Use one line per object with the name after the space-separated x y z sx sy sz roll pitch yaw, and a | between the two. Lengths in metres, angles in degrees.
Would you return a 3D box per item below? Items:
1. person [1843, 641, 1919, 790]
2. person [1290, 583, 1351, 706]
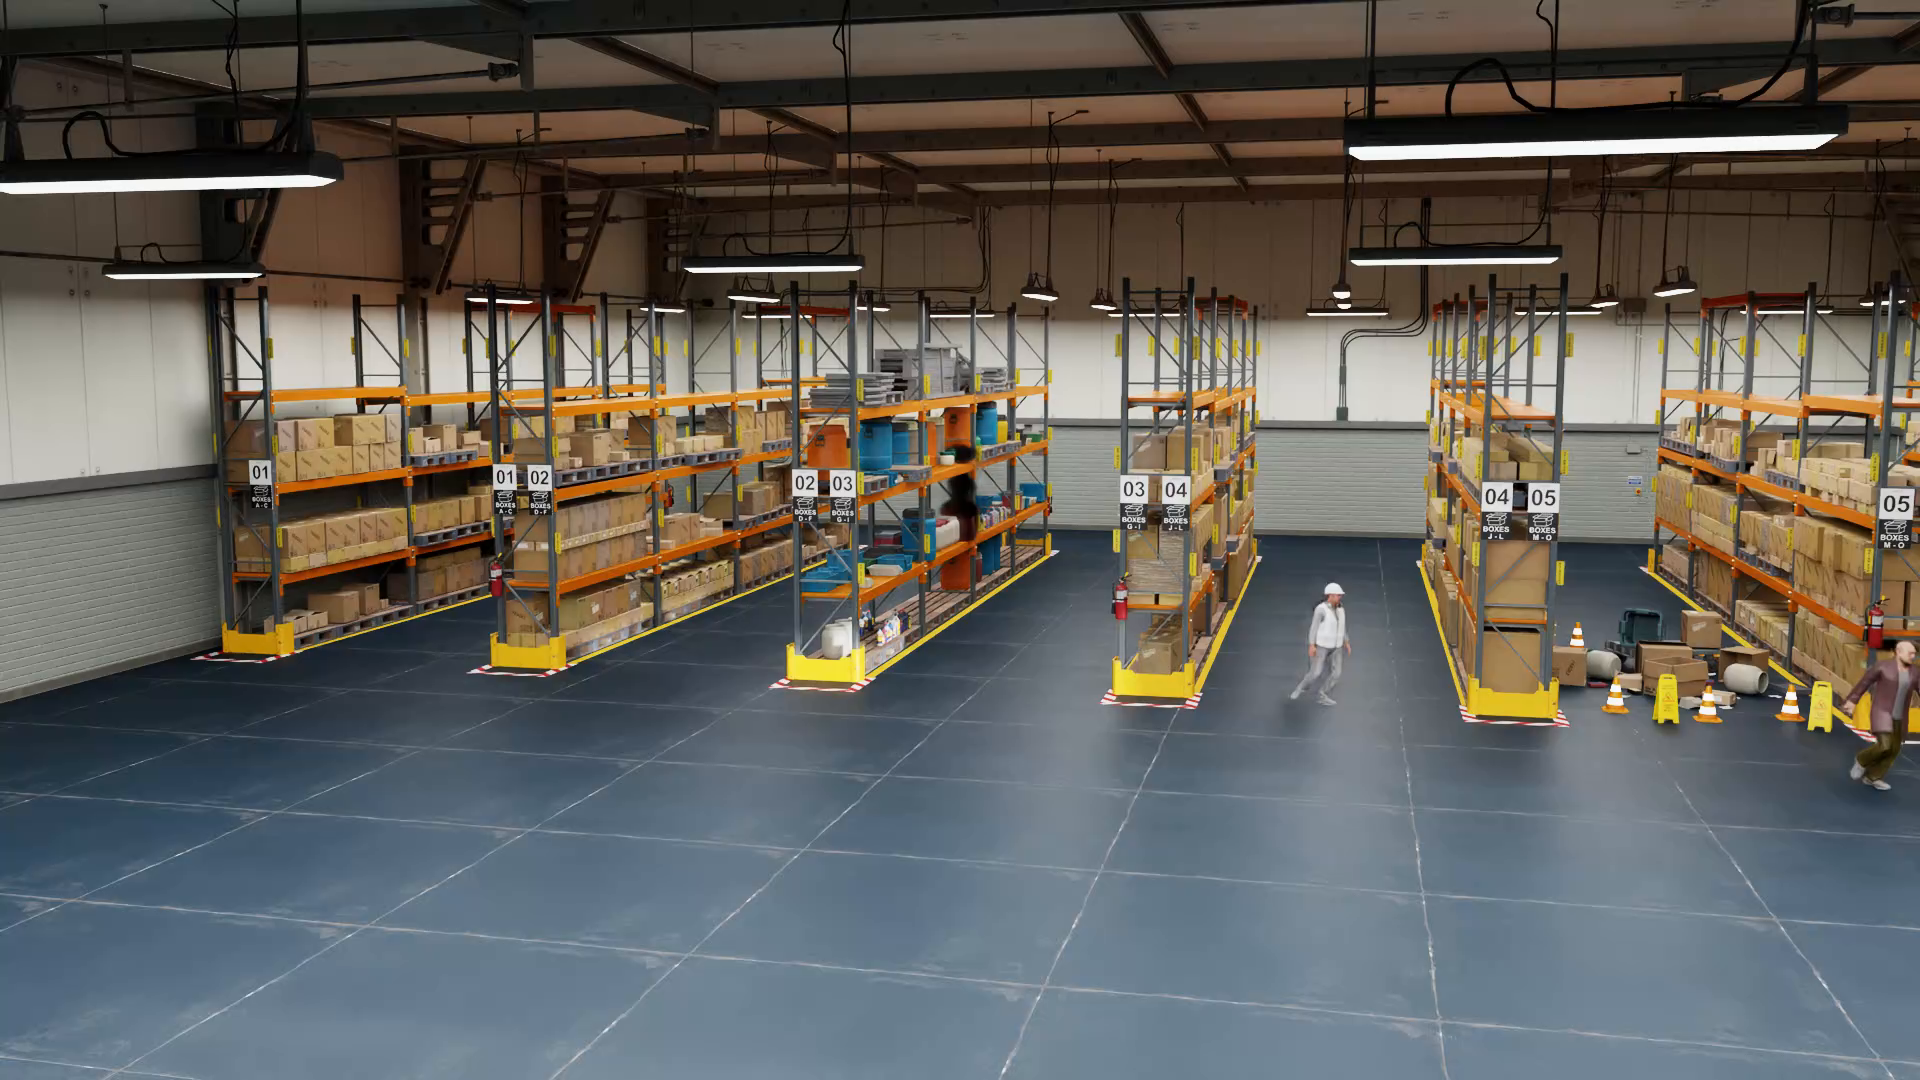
10.556 1.986 18.809 0.699 1.732 0.833 -1 7 -6 | person
5.081 1.458 23.365 0.774 1.738 0.565 -3 7 -27 | person
